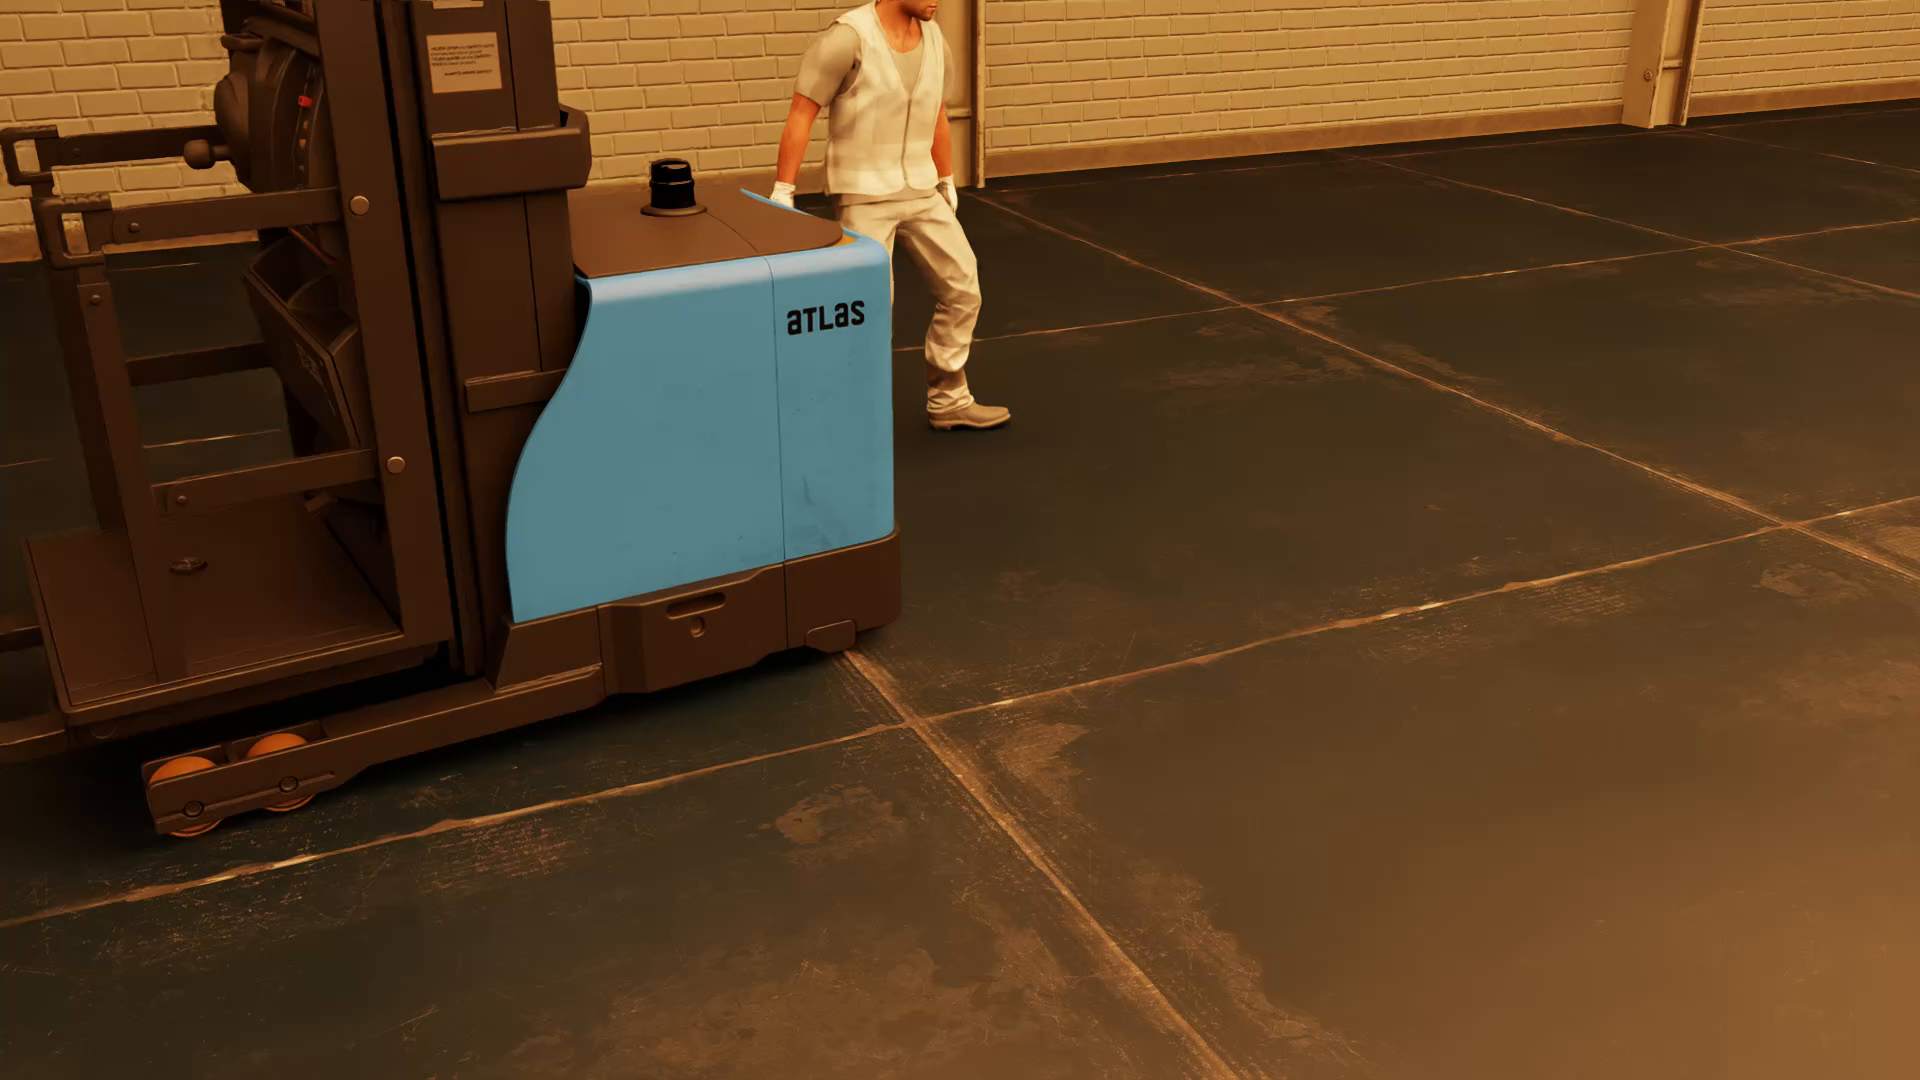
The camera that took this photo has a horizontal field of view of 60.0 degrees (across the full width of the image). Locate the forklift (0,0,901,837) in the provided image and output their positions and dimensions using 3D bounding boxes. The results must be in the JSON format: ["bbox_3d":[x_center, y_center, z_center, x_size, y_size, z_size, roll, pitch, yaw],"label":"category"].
[{"bbox_3d":[-1.681,-0.948,3.568,3.031,2.935,1.130,-13,26,-29],"label":"forklift"}]

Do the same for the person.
[{"bbox_3d":[-0.225,-1.147,5.617,0.880,1.749,0.454,-17,28,-35],"label":"person"}]
